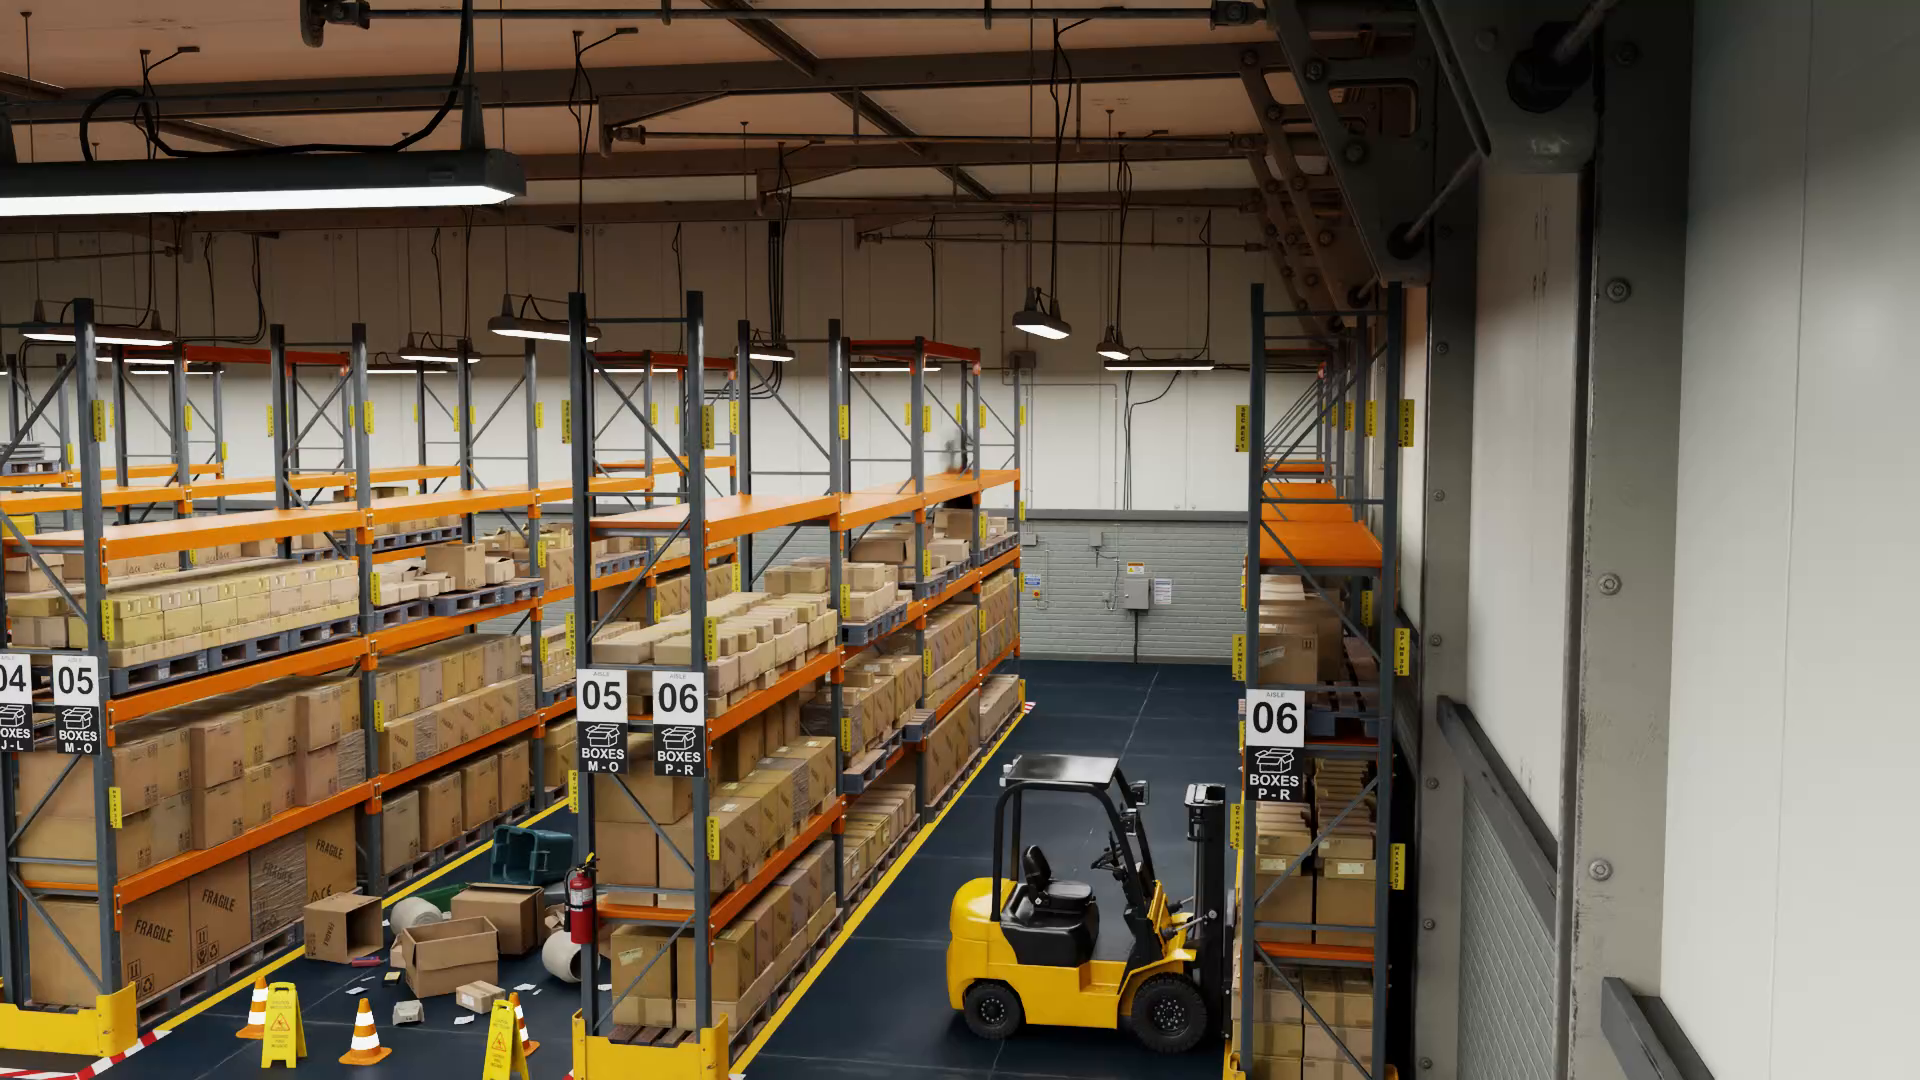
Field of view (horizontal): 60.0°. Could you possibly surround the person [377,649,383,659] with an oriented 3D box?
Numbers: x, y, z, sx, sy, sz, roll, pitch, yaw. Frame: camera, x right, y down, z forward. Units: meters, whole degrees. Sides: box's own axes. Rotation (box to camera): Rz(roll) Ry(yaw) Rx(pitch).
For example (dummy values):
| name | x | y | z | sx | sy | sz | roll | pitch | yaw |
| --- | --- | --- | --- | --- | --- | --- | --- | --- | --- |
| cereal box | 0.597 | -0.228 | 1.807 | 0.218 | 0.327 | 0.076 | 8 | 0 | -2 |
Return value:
| name | x | y | z | sx | sy | sz | roll | pitch | yaw |
| --- | --- | --- | --- | --- | --- | --- | --- | --- | --- |
| person | -8.414 | 2.347 | 24.063 | 0.659 | 1.798 | 0.896 | 0 | 5 | 4 |
